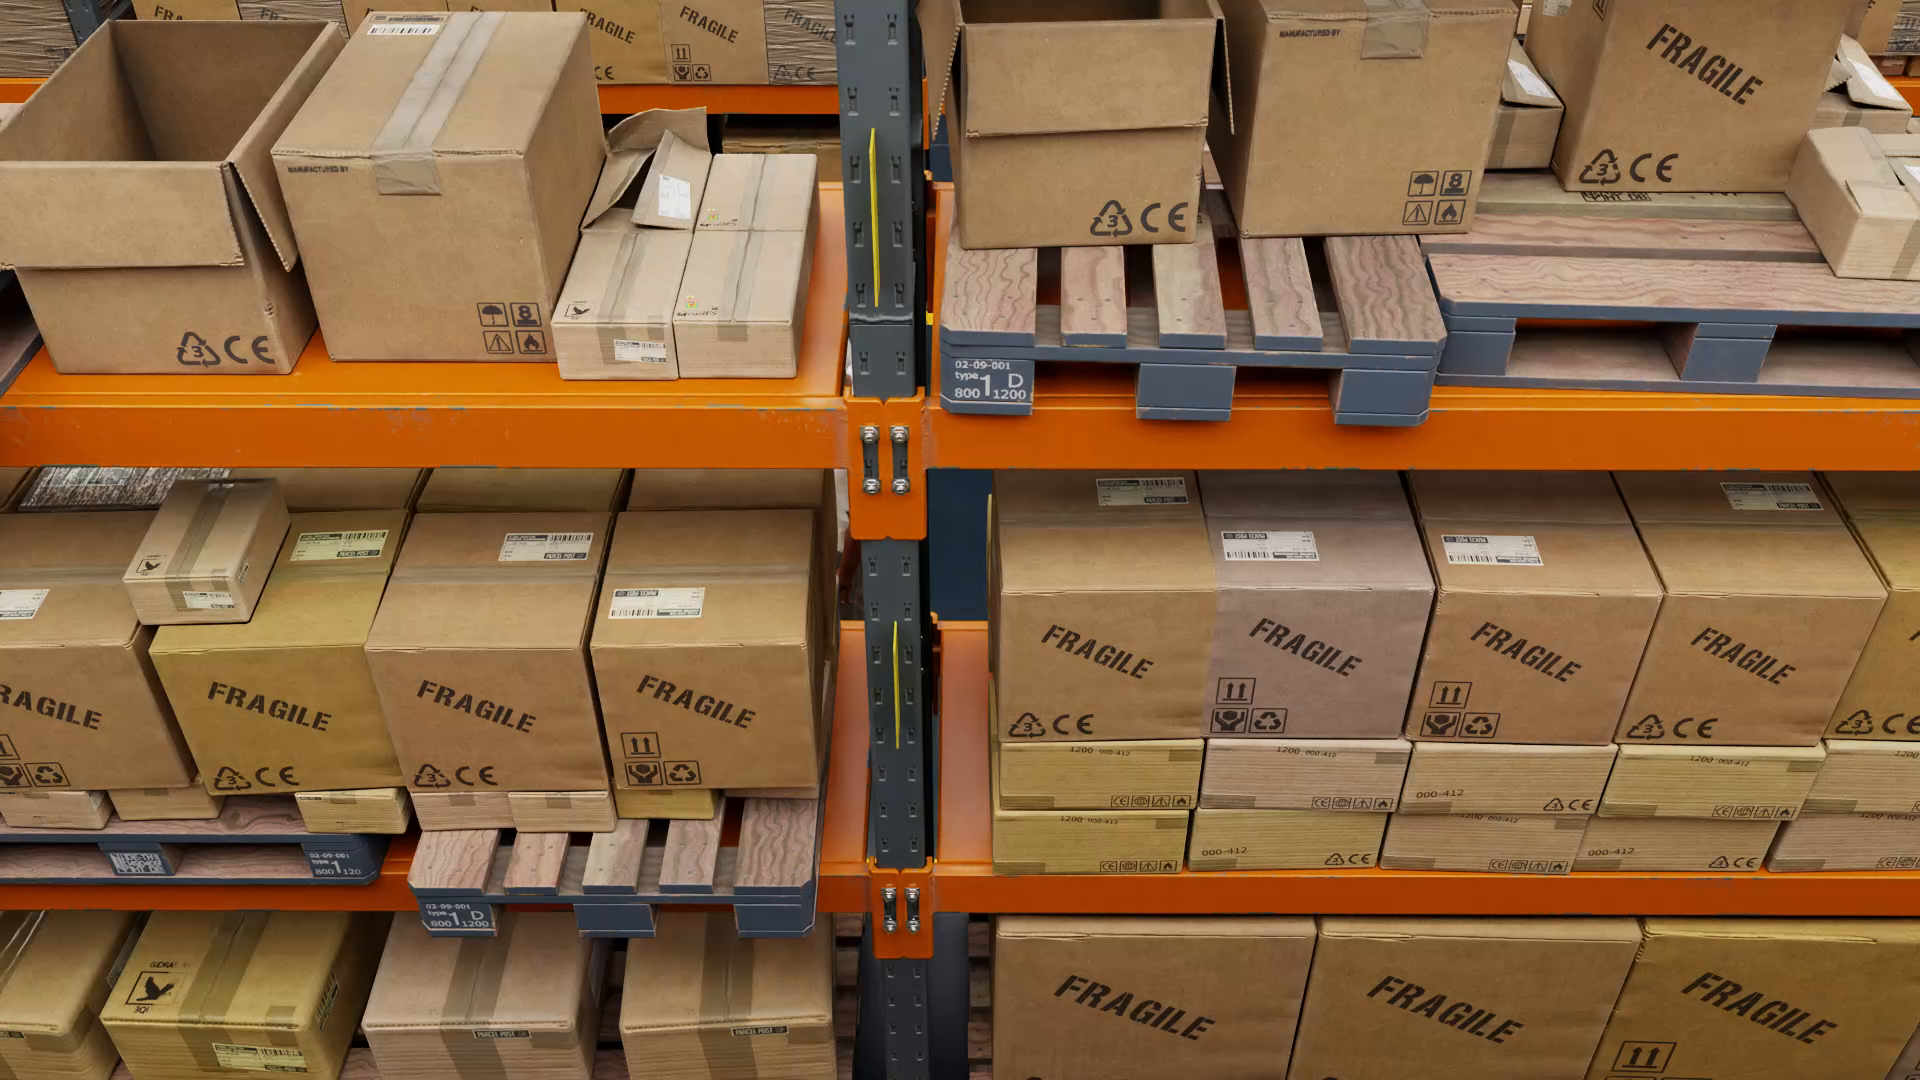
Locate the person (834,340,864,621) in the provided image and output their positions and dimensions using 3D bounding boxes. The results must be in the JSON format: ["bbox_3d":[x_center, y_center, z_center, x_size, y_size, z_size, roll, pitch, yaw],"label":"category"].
[{"bbox_3d":[-0.430,-0.058,6.211,0.456,1.761,0.637,-3,39,-4],"label":"person"}]
